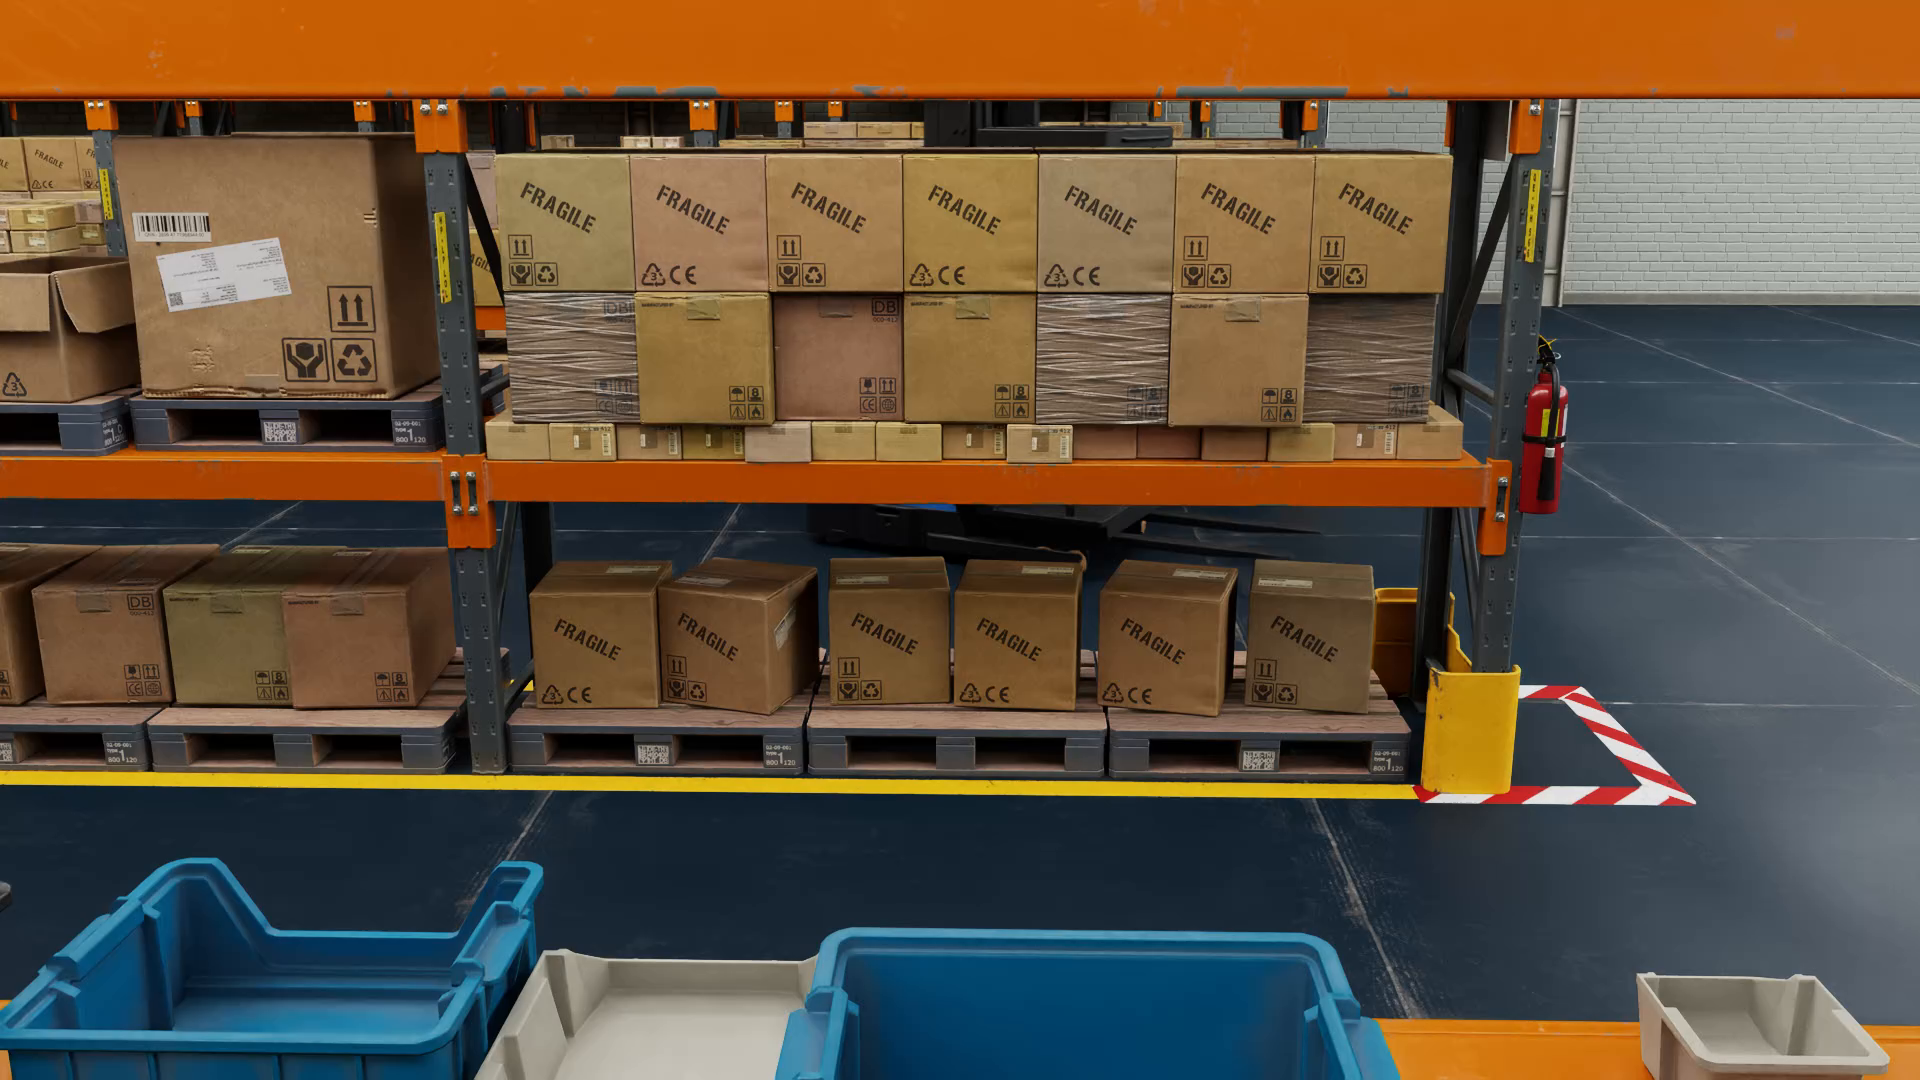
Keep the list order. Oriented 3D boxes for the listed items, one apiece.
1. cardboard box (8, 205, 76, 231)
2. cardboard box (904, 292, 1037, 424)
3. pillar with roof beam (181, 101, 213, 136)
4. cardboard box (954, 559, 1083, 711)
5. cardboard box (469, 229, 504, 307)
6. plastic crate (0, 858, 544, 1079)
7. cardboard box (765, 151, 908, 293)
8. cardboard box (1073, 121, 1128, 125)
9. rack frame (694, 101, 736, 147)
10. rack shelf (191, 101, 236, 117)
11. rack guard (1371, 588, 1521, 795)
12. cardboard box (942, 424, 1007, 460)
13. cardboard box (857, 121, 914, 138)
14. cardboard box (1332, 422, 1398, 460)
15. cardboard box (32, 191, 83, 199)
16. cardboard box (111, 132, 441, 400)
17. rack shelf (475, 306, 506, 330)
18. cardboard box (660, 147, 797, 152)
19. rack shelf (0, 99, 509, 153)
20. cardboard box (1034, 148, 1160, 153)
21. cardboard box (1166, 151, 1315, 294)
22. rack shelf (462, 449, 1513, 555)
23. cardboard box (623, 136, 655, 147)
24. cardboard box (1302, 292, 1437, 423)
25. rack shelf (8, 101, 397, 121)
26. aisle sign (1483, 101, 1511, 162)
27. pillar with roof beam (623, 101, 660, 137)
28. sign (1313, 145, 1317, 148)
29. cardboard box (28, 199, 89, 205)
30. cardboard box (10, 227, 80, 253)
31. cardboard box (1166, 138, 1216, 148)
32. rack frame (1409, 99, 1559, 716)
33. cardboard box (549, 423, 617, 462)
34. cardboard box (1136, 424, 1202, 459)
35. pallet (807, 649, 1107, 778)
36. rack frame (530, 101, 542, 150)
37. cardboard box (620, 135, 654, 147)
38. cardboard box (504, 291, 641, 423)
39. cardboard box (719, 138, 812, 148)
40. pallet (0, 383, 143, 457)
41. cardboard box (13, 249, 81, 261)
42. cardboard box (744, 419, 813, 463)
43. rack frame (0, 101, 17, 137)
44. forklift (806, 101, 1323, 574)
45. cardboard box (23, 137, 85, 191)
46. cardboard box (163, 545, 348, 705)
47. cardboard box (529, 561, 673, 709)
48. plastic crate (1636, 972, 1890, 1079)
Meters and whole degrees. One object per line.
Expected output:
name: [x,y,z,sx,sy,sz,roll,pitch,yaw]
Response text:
cardboard box: [-6.171,-2.170,11.189,0.250,0.149,0.380,0,15,-1]
cardboard box: [0.050,-0.794,6.691,0.500,0.500,0.875,0,15,1]
pillar with roof beam: [-10.303,-6.507,17.363,0.400,9.000,9.100,0,15,1]
cardboard box: [0.252,0.395,7.040,0.500,0.500,0.500,2,15,7]
cardboard box: [-3.210,-1.879,11.385,0.500,0.500,0.500,1,15,2]
plastic crate: [-0.912,0.649,2.293,0.616,0.251,0.499,0,15,1]
cardboard box: [-0.456,-1.226,6.368,0.500,0.500,0.500,0,15,1]
cardboard box: [1.331,-3.754,15.950,0.500,0.500,0.700,1,15,2]
rack frame: [-1.671,-1.889,11.618,0.127,3.000,1.000,0,15,1]
rack shelf: [-7.521,-5.559,21.061,4.000,0.370,1.077,0,15,1]
rack guard: [2.024,0.610,7.048,0.348,0.500,1.175,0,15,1]
cardboard box: [0.060,-0.428,6.576,0.250,0.149,0.380,0,15,1]
cardboard box: [-0.701,-3.760,15.973,0.500,0.500,0.700,0,15,2]
cardboard box: [1.560,-0.428,6.574,0.250,0.149,0.380,0,15,1]
cardboard box: [-8.688,-3.302,16.289,0.500,0.250,0.500,1,15,2]
cardboard box: [-2.689,-1.158,6.851,1.000,1.000,1.000,0,15,2]
rack shelf: [-3.670,-1.554,11.759,4.000,0.370,1.077,0,15,1]
cardboard box: [-0.942,-1.364,6.892,0.500,0.500,0.500,0,15,1]
rack shelf: [-3.898,-1.740,6.585,4.000,0.370,1.077,0,15,1]
cardboard box: [0.558,-1.355,6.857,0.500,0.500,0.500,0,15,1]
cardboard box: [1.044,-1.216,6.331,0.500,0.500,0.500,0,15,1]
rack shelf: [0.101,-0.263,6.869,4.000,0.370,1.077,0,15,1]
cardboard box: [-3.077,-3.803,16.000,0.250,0.149,0.380,0,15,-1]
cardboard box: [1.551,-0.801,6.717,0.500,0.500,0.875,0,15,1]
rack shelf: [-7.644,-4.293,16.263,4.000,0.370,1.077,0,15,1]
aisle sign: [2.170,-1.931,6.684,0.004,0.787,0.394,0,15,1]
pillar with roof beam: [-4.305,-6.468,17.215,0.400,9.000,9.100,0,15,1]
sign: [2.300,-2.399,10.817,0.005,0.325,0.100,0,15,1]
cardboard box: [-6.395,-2.337,11.822,0.250,0.149,0.380,0,15,0]
cardboard box: [-6.175,-2.027,11.230,0.250,0.149,0.380,1,15,3]
cardboard box: [1.406,-2.450,11.334,0.550,0.550,0.875,0,15,1]
rack frame: [2.100,-0.598,6.728,0.127,3.000,1.000,0,15,1]
cardboard box: [-1.442,-0.420,6.544,0.250,0.149,0.380,0,15,1]
cardboard box: [0.810,-0.434,6.598,0.250,0.149,0.380,0,15,1]
pallet: [-0.004,0.727,7.172,1.213,0.211,1.003,0,15,1]
rack frame: [-5.521,-4.444,21.302,0.127,3.000,1.000,0,15,1]
cardboard box: [-3.195,-3.935,16.499,0.250,0.149,0.380,1,15,5]
cardboard box: [-1.450,-0.798,6.705,0.500,0.500,0.875,0,15,1]
cardboard box: [-1.303,-2.472,11.419,0.550,0.550,0.875,0,15,1]
pallet: [-3.917,-0.555,6.940,1.213,0.211,1.003,0,15,1]
cardboard box: [-6.175,-1.882,11.263,0.250,0.149,0.380,1,15,2]
cardboard box: [-0.692,-0.414,6.521,0.250,0.149,0.380,0,15,1]
rack frame: [-9.643,-3.204,16.603,0.127,3.000,1.000,0,15,1]
forklift: [0.606,-1.348,9.705,3.031,2.935,1.130,7,16,25]
cardboard box: [-8.701,-3.663,16.188,0.500,0.500,0.500,0,15,1]
cardboard box: [-2.988,0.354,7.155,0.500,0.500,0.700,0,15,1]
cardboard box: [-1.500,0.394,7.043,0.500,0.500,0.500,0,15,0]
plastic crate: [1.087,0.704,2.307,0.250,0.136,0.298,0,15,1]
